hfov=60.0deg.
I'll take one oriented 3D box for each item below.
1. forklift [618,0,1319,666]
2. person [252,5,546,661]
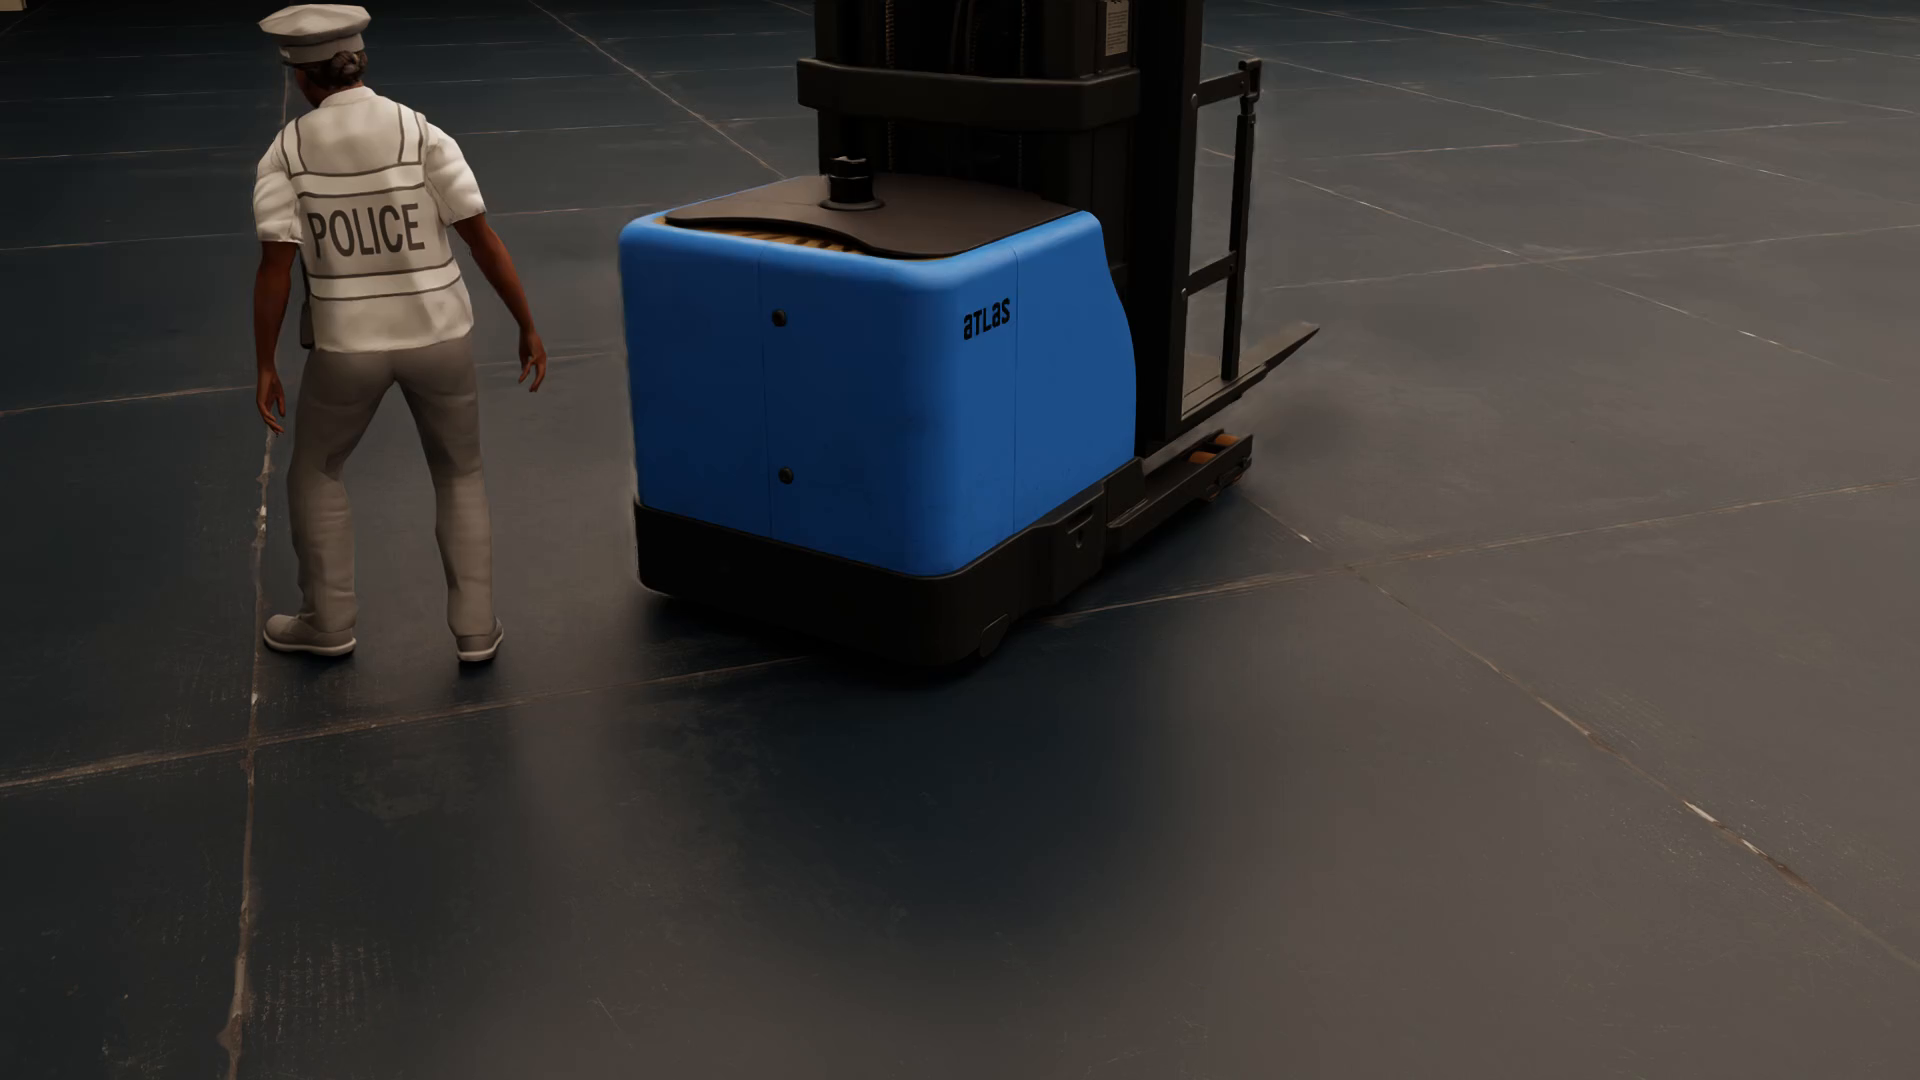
[{"bbox_3d":[0.315,-1.558,5.004,1.130,2.935,3.031,14,26,29],"label":"forklift"},{"bbox_3d":[-1.443,-0.467,4.136,0.796,1.626,0.424,-6,24,-15],"label":"person"}]
